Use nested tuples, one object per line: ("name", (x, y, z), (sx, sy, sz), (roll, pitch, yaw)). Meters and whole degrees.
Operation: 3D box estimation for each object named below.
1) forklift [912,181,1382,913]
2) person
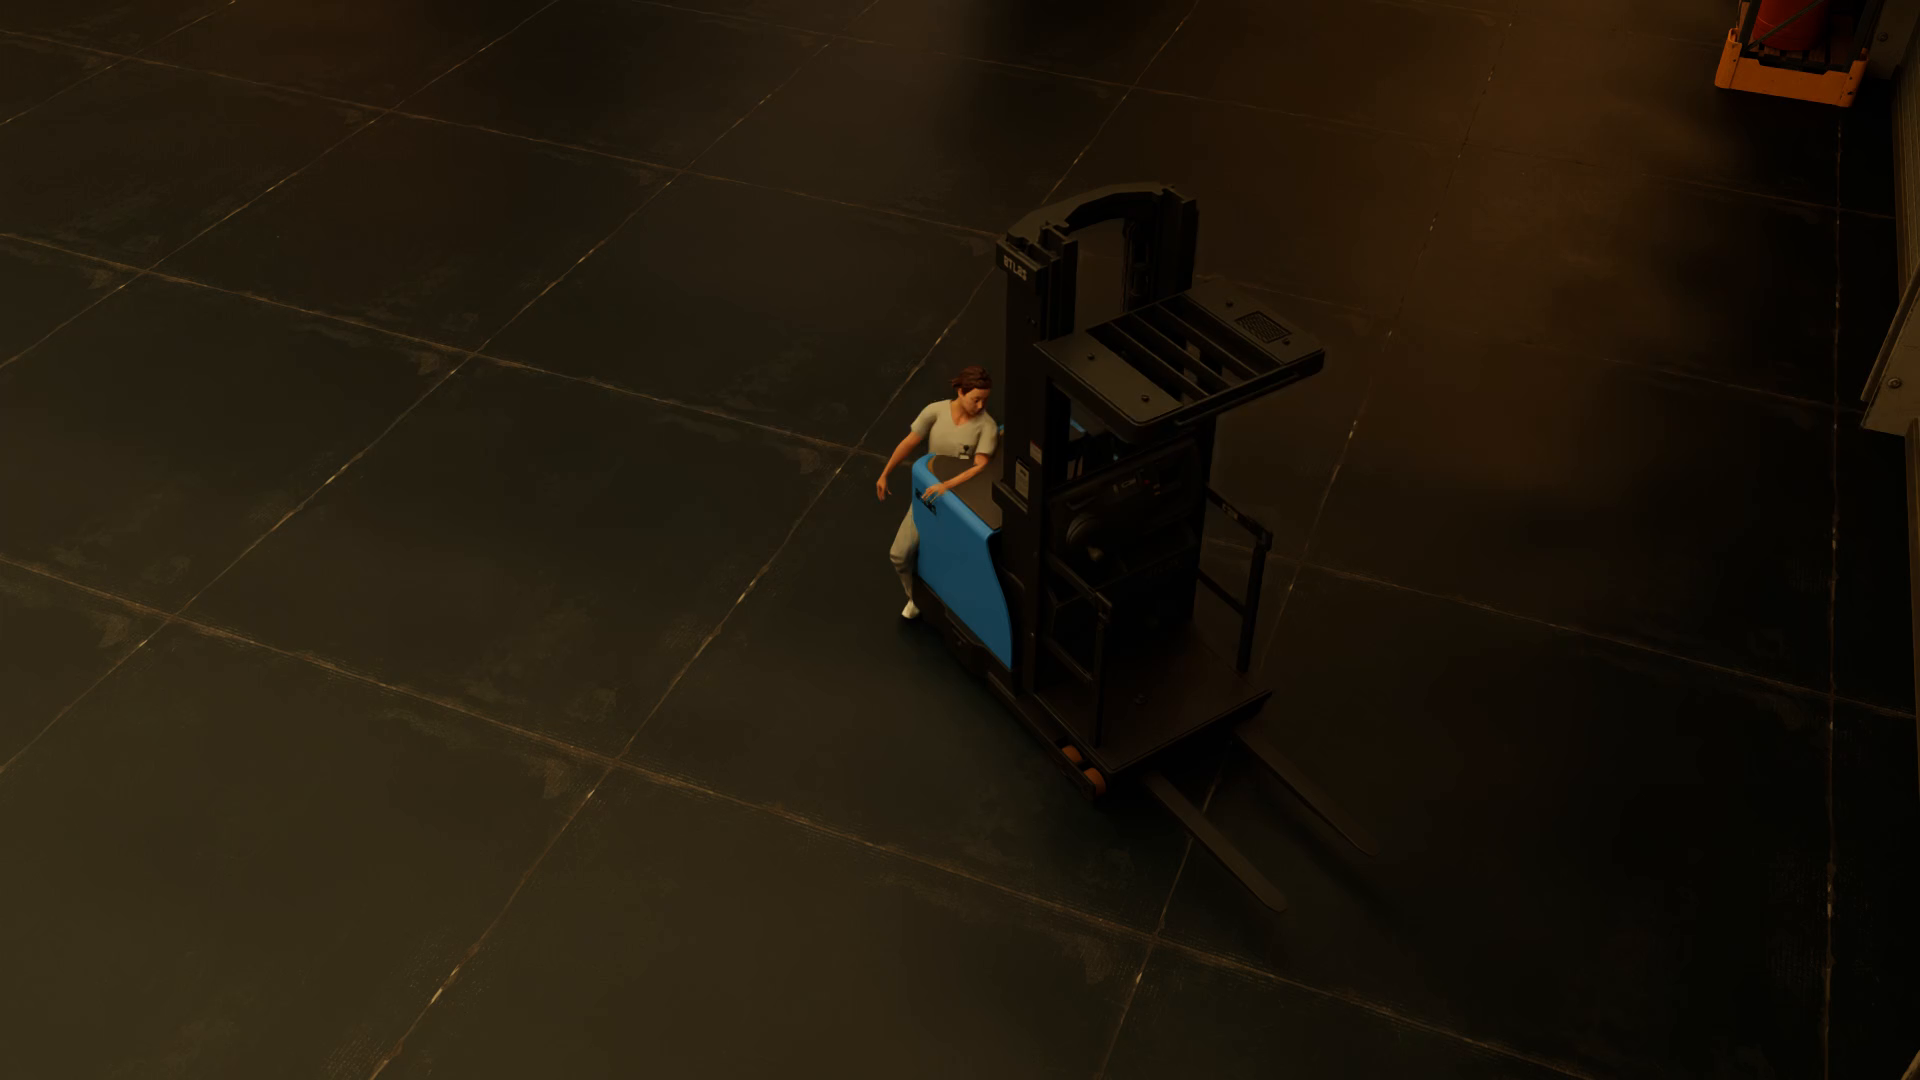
("forklift", (0.949, -0.121, 8.151), (1.130, 2.935, 3.031), (-23, 45, -25))
("person", (-0.092, -0.244, 9.371), (0.766, 1.533, 0.776), (3, 40, 3))
